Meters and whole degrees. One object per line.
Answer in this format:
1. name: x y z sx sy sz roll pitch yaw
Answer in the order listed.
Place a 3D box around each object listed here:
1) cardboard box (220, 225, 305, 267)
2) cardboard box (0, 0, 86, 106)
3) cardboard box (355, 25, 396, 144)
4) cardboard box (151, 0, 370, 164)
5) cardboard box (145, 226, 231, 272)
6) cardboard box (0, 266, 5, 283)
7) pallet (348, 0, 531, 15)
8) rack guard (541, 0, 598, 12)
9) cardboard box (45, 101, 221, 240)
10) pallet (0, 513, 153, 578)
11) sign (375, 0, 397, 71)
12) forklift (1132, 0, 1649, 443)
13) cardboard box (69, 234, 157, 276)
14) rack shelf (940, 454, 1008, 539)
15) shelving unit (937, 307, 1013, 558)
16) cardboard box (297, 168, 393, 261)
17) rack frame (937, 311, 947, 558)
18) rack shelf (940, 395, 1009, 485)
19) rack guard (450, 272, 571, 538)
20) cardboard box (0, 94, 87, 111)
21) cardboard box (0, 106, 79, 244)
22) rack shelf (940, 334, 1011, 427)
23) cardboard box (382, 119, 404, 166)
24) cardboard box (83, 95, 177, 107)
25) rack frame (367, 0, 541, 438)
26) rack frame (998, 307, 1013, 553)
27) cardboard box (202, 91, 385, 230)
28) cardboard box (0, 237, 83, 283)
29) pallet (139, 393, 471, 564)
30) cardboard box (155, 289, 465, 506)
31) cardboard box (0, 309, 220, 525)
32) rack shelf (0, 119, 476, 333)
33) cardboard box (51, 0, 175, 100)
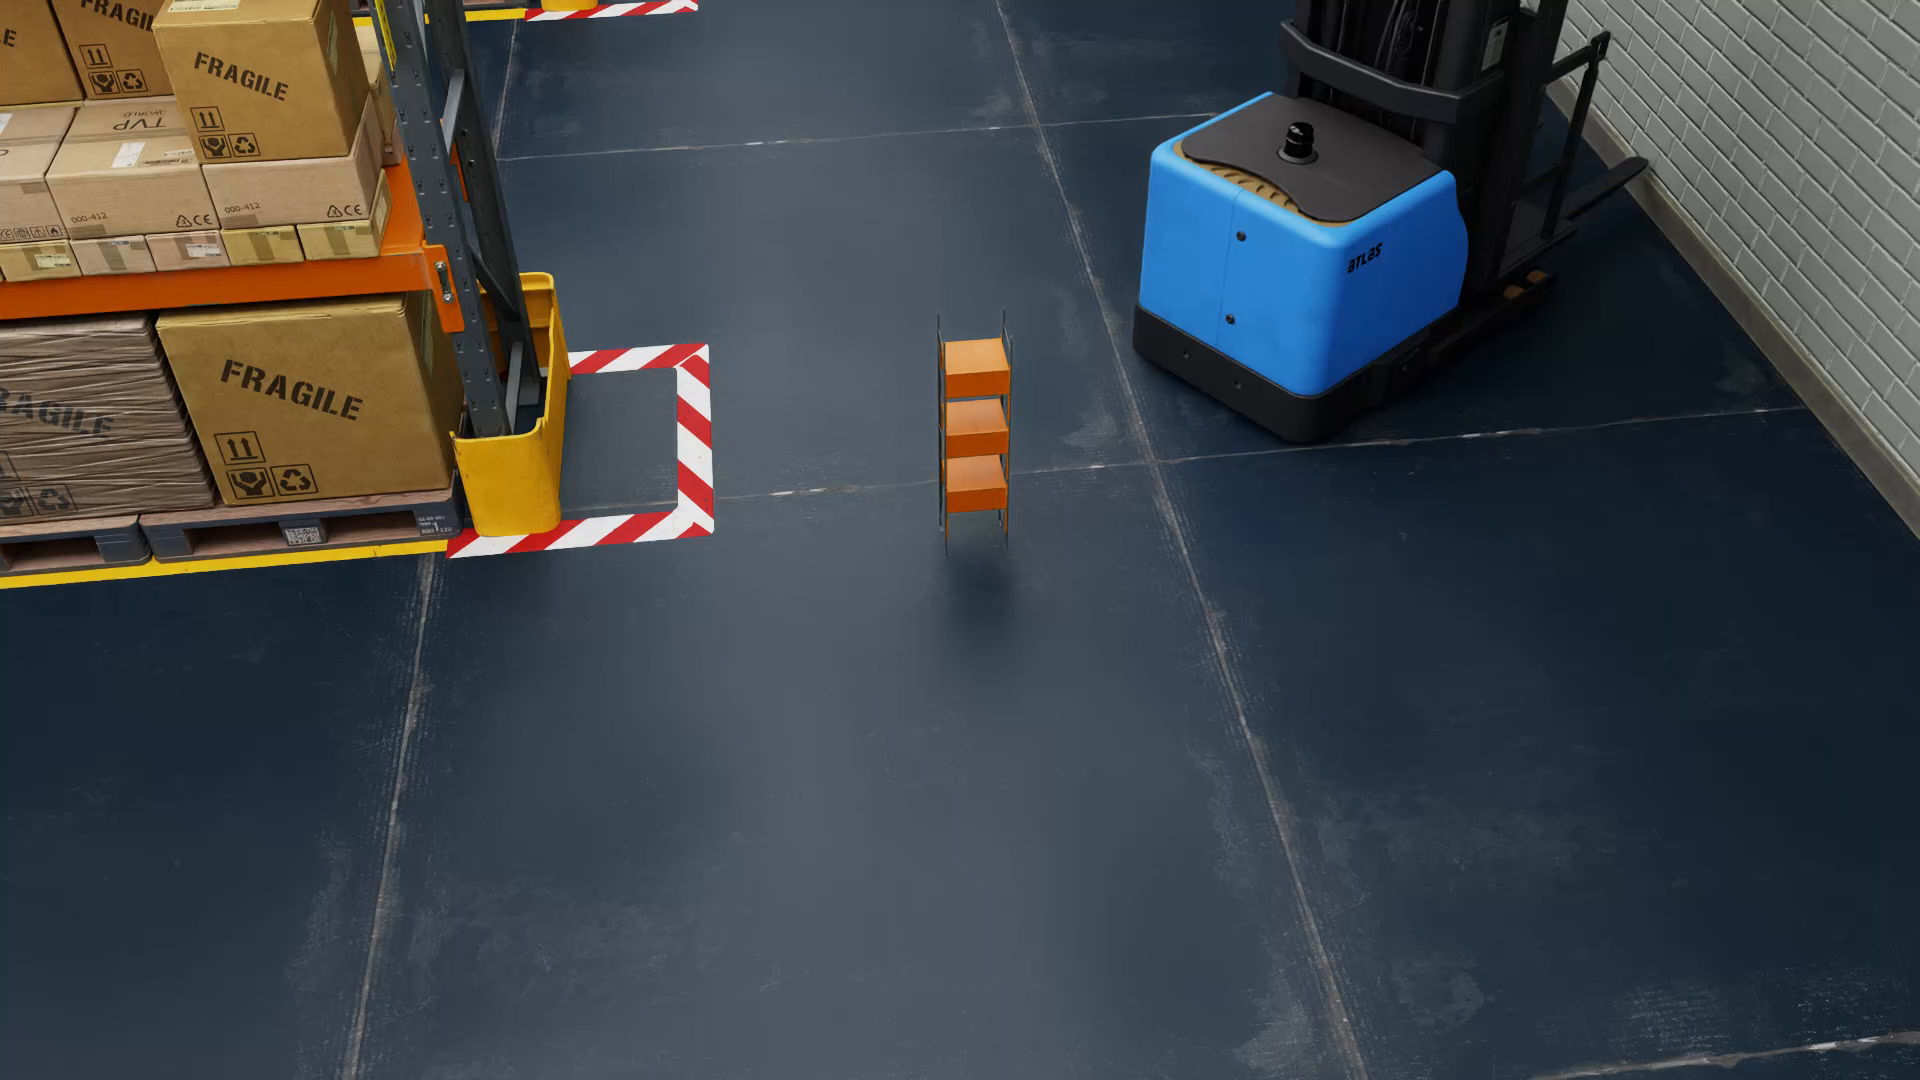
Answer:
1. cardboard box: -2.473 -1.153 5.977 0.250 0.149 0.380 -5 42 -5
2. cardboard box: -3.425 -1.898 5.945 0.500 0.500 0.500 -6 42 -7
3. cardboard box: -2.416 -1.712 6.299 0.500 0.250 0.500 -6 42 -7
4. cardboard box: -2.354 -1.636 5.654 0.500 0.500 0.500 -5 42 -5
5. cardboard box: -2.723 -1.132 5.953 0.250 0.149 0.380 -5 42 -5
6. cardboard box: -3.485 -1.064 5.878 0.250 0.149 0.380 -5 42 -5
7. pallet: -3.370 -3.728 10.725 1.213 0.211 1.003 -5 42 -6
8. rack guard: -2.525 -3.892 10.691 0.348 0.500 1.175 -5 42 -6
9. cardboard box: -2.854 -1.313 5.856 0.500 0.250 0.500 -6 42 -6
10. pallet: -3.895 -0.259 6.880 1.213 0.211 1.003 -5 42 -6
11. sign: -1.848 -1.676 5.327 0.005 0.325 0.100 -5 42 -6
12. forklift: 2.217 -2.363 7.182 3.031 2.935 1.130 -31 51 -30
13. cardboard box: -2.971 -1.111 5.930 0.250 0.149 0.380 -4 42 -5
14. rack shelf: 0.053 -0.180 6.597 0.240 0.259 0.215 -5 42 -6
15. shelving unit: 0.053 -0.394 6.404 0.252 1.050 0.215 -5 42 -6
16. cardboard box: -2.215 -1.177 6.003 0.250 0.149 0.380 -4 42 -5
17. rack frame: -0.068 -0.384 6.392 0.008 1.050 0.200 -5 42 -6
18. rack shelf: 0.053 -0.387 6.411 0.240 0.259 0.215 -5 42 -6
19. rack guard: -1.881 -0.594 7.035 0.348 0.500 1.175 -5 42 -6
20. cardboard box: -3.429 -1.621 6.198 0.500 0.250 0.500 -6 42 -7
21. cardboard box: -3.359 -1.268 5.806 0.500 0.250 0.500 -6 42 -7
22. rack shelf: 0.053 -0.597 6.221 0.240 0.259 0.215 -5 42 -6
23. cardboard box: -2.300 -1.615 6.488 0.250 0.149 0.380 -5 42 -5
24. cardboard box: -2.930 -1.663 6.244 0.500 0.250 0.500 -5 42 -6
25. rack frame: -1.905 -1.520 6.195 0.127 3.000 1.000 -5 42 -6
26. rack frame: 0.174 -0.405 6.415 0.008 1.050 0.200 -5 42 -6
27. cardboard box: -2.351 -1.356 5.904 0.500 0.250 0.500 -6 42 -6
28. cardboard box: -3.228 -1.087 5.903 0.250 0.149 0.380 -6 42 -6
29. pallet: -2.688 -0.363 6.995 1.213 0.211 1.003 -5 42 -6
30. cardboard box: -2.529 -0.778 6.646 0.875 0.875 0.875 -5 42 -6
31. cardboard box: -3.431 -0.699 6.558 0.875 0.875 0.875 -5 42 -6
32. rack shelf: -3.888 -1.079 6.244 4.000 0.370 1.077 -5 42 -6
33. cardboard box: -2.912 -1.947 5.999 0.500 0.500 0.500 -6 42 -7
